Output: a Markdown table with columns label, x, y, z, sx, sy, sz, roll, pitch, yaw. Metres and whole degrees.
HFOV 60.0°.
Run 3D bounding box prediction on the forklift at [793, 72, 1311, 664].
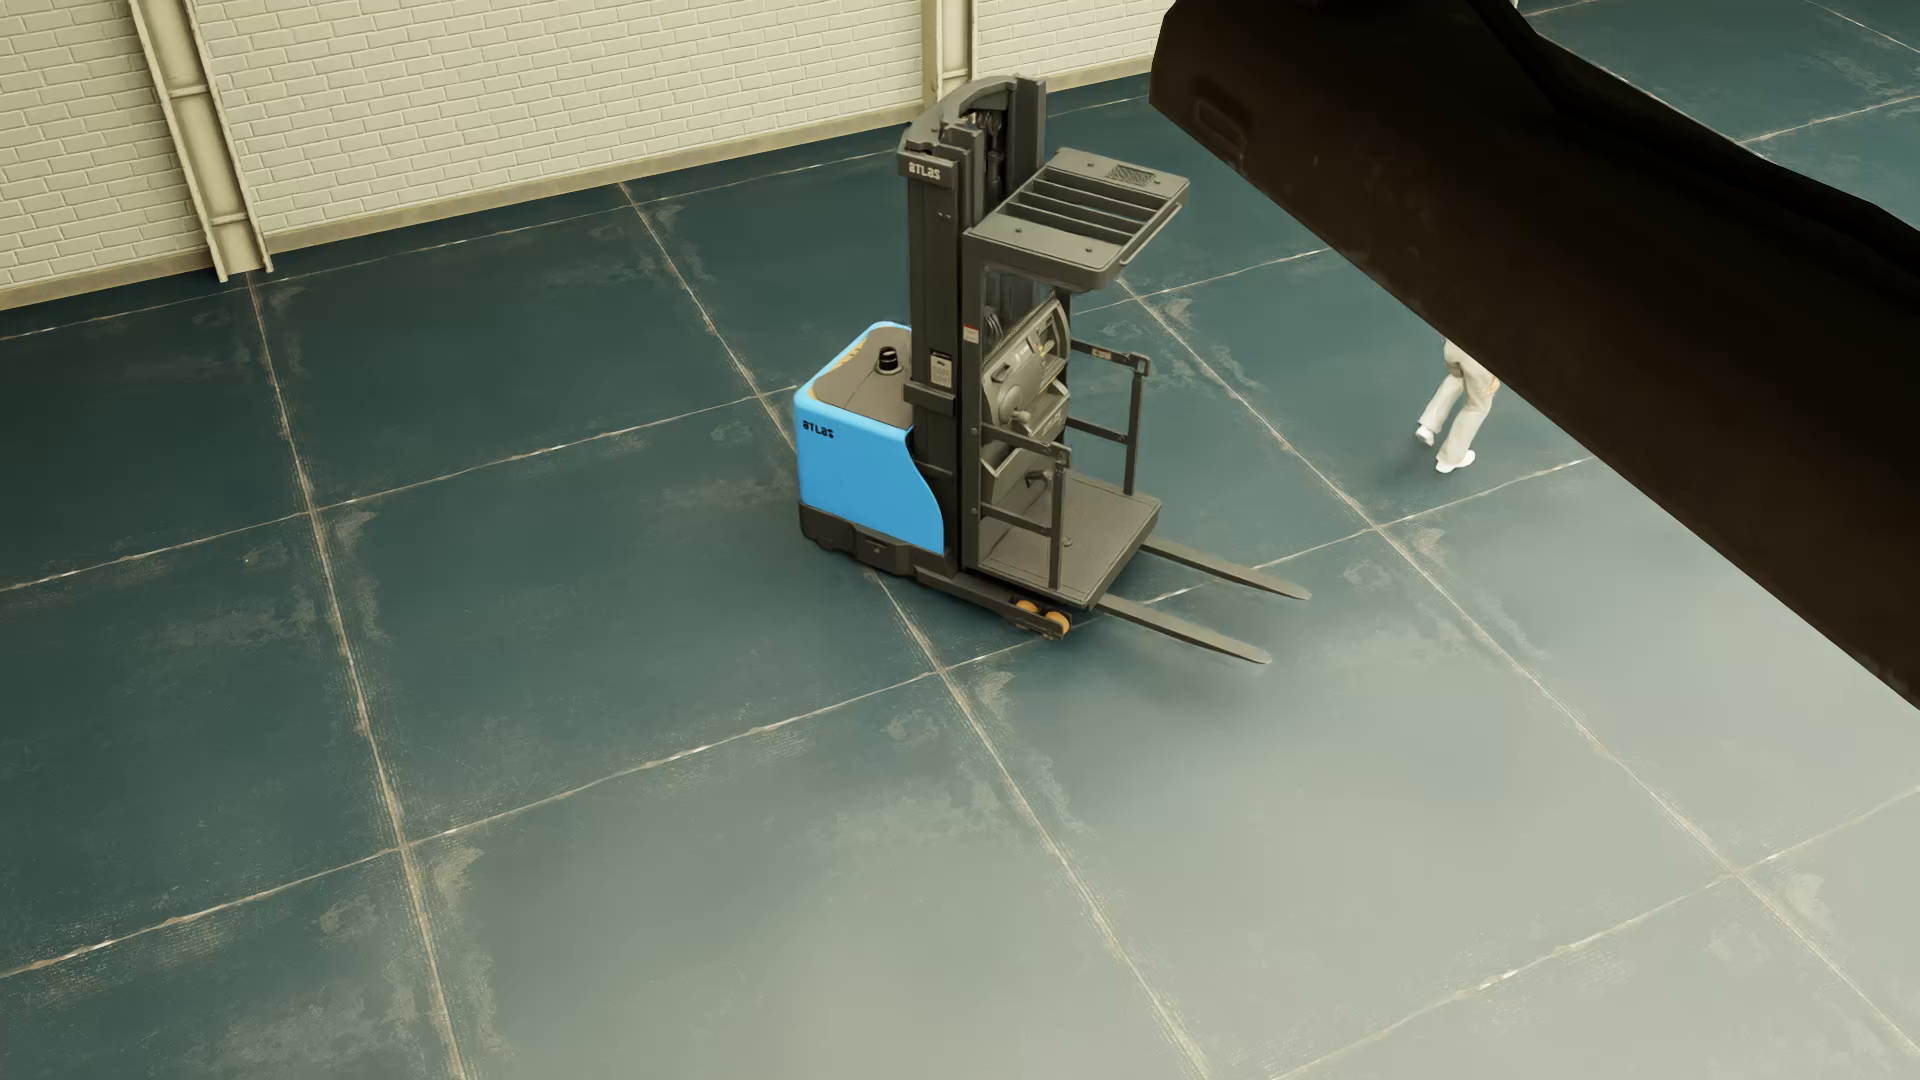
| label | x | y | z | sx | sy | sz | roll | pitch | yaw |
| --- | --- | --- | --- | --- | --- | --- | --- | --- | --- |
| forklift | 0.547 | -0.938 | 9.141 | 3.031 | 2.935 | 1.130 | 20 | 44 | 22 |

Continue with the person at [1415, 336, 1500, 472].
| label | x | y | z | sx | sy | sz | roll | pitch | yaw |
| --- | --- | --- | --- | --- | --- | --- | --- | --- | --- |
| person | 3.216 | -1.167 | 10.412 | 0.460 | 1.655 | 0.594 | -23 | 45 | -25 |
